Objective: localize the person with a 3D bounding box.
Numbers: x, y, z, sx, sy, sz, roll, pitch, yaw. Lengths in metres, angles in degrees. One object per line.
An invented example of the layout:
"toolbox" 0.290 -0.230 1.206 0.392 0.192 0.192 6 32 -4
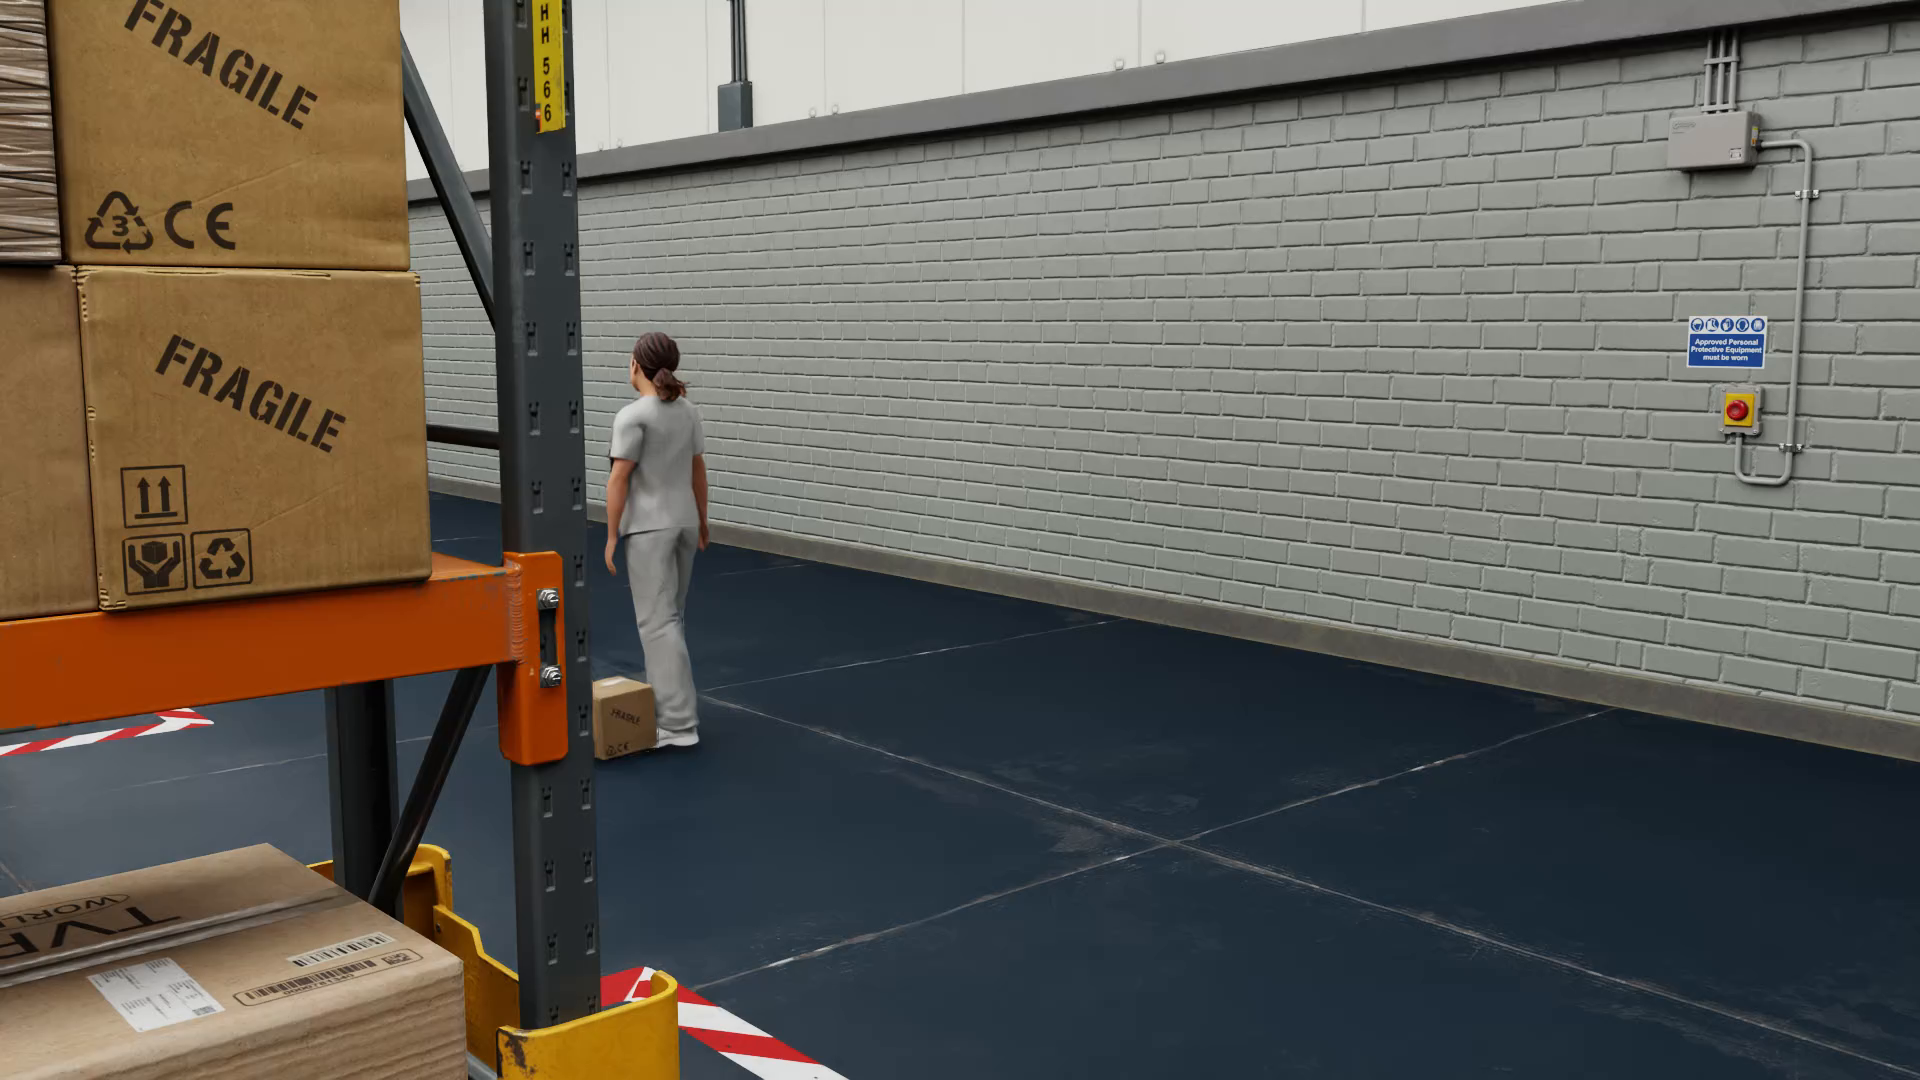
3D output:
"person" -1.253 -0.014 6.853 0.615 1.650 0.614 5 9 32
